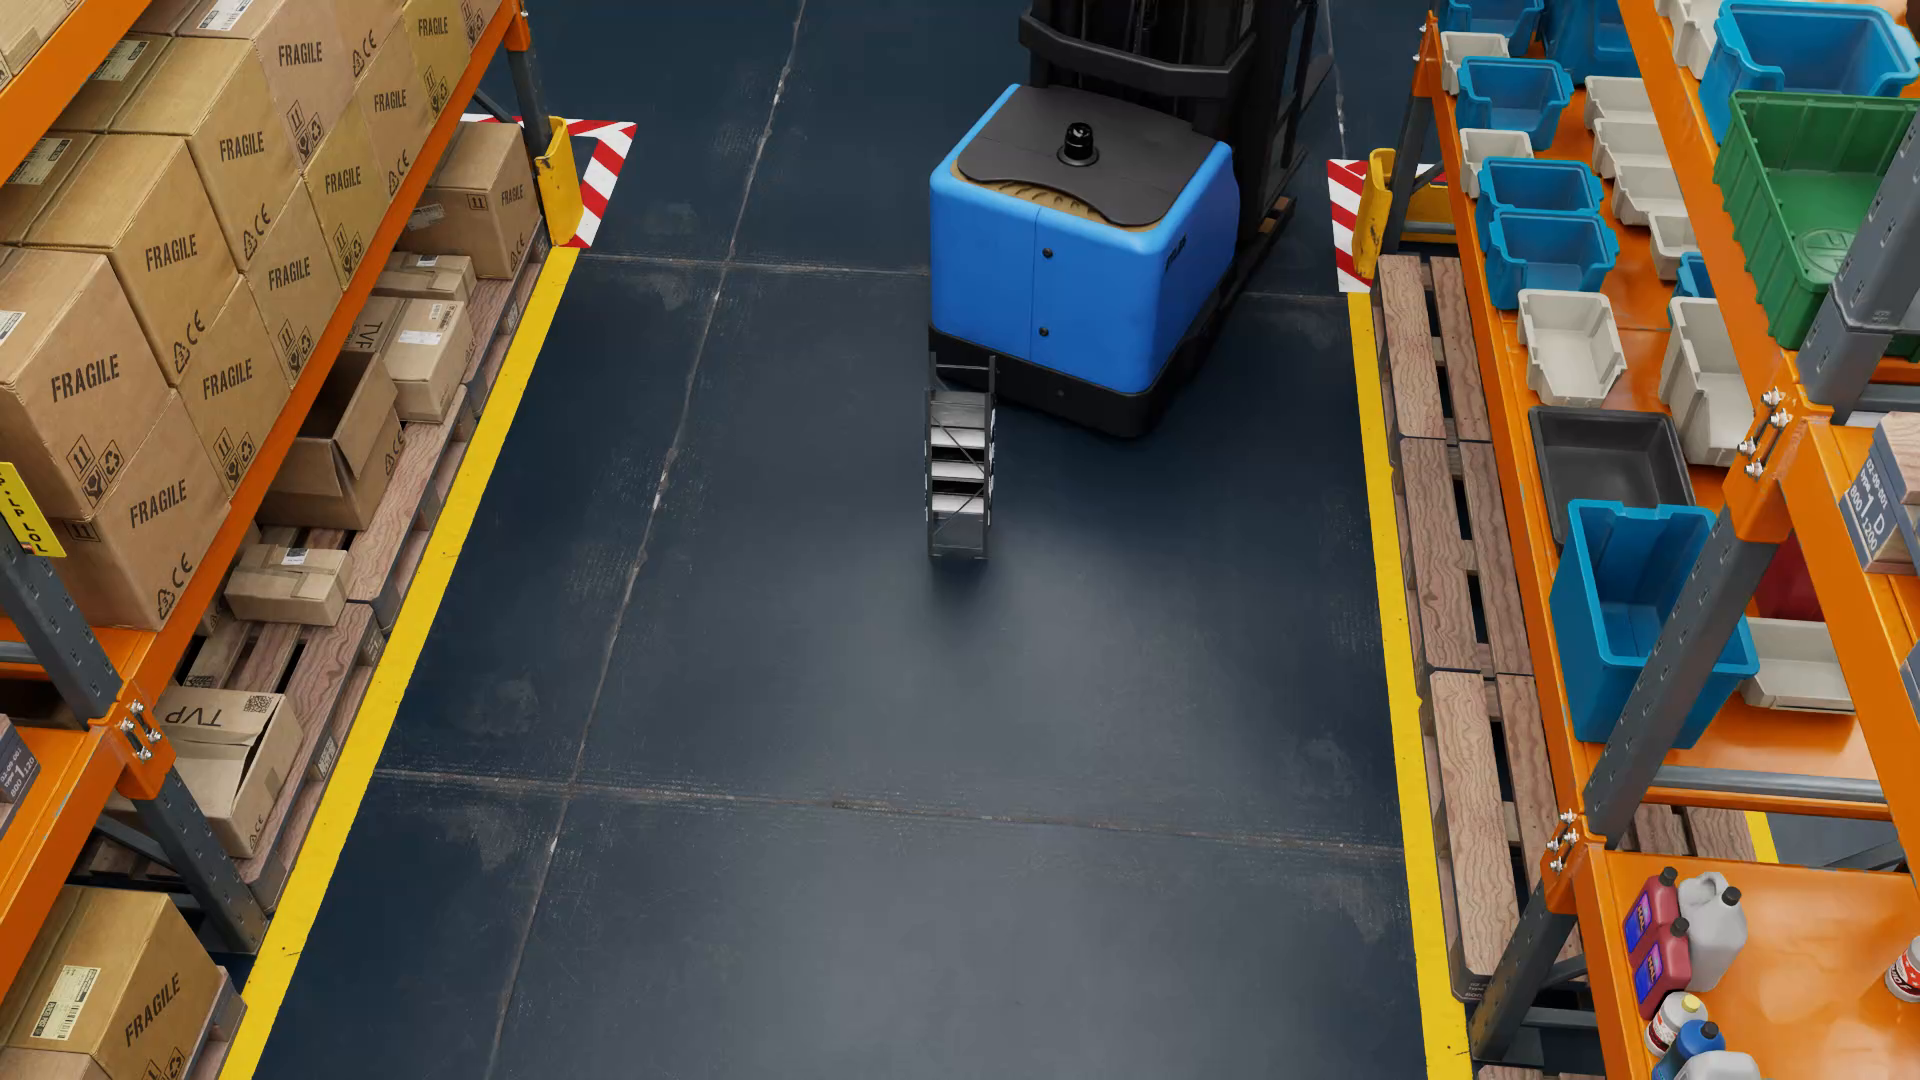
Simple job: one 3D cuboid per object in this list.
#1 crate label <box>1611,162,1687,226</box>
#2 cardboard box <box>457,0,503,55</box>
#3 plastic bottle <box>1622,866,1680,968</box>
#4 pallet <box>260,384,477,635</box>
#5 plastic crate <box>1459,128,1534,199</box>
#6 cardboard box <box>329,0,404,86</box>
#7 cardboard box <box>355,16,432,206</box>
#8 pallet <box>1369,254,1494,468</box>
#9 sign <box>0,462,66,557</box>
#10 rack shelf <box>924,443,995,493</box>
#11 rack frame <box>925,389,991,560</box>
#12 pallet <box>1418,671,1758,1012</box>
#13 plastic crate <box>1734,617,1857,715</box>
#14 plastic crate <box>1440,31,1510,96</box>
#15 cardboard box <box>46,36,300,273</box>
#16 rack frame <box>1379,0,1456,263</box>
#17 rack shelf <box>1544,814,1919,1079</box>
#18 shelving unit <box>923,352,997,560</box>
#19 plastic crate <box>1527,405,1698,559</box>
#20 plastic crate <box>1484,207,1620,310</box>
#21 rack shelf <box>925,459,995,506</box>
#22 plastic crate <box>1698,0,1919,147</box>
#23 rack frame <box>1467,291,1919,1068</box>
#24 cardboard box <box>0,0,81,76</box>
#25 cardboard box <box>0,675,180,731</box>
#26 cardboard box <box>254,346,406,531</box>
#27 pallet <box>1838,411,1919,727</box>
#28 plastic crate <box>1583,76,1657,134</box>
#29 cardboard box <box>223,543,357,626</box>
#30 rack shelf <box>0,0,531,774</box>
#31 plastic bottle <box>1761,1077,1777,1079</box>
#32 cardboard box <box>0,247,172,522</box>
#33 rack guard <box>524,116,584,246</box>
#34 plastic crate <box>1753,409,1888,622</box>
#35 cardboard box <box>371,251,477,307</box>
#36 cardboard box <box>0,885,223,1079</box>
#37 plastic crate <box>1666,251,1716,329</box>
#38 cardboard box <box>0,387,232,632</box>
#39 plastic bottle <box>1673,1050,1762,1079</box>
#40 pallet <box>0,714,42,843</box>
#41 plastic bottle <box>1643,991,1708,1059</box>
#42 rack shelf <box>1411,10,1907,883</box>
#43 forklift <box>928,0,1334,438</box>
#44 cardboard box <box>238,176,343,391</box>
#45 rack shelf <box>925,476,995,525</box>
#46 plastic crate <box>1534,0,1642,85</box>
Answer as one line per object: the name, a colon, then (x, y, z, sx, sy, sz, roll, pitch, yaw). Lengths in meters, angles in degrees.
crate label: (2.547, -1.221, 5.972, 0.396, 0.136, 0.243, 4, 48, 4)
cardboard box: (-2.219, -2.341, 6.791, 0.500, 0.500, 0.500, 5, 48, 5)
plastic bottle: (1.660, 0.900, 3.973, 0.061, 0.283, 0.133, 4, 48, 4)
pallet: (-2.642, -0.178, 6.770, 1.003, 0.211, 1.213, 4, 48, 4)
plastic crate: (1.959, -1.362, 6.101, 0.250, 0.136, 0.298, 4, 48, 4)
cardboard box: (-2.304, -1.928, 5.735, 0.500, 0.500, 0.500, 5, 48, 5)
cardboard box: (-2.314, -1.594, 6.107, 0.500, 0.500, 0.500, 4, 48, 4)
pallet: (2.369, -0.775, 7.315, 1.003, 0.211, 1.213, 4, 48, 4)
sign: (-2.261, -0.072, 3.998, 0.100, 0.325, 0.005, 4, 48, 4)
rack shelf: (0.001, -0.287, 6.448, 0.258, 0.077, 0.200, 4, 48, 4)
rack frame: (-0.009, -0.235, 6.355, 0.240, 0.900, 0.006, 4, 48, 4)
pallet: (2.147, 1.018, 5.676, 1.003, 0.211, 1.213, 4, 48, 4)
plastic crate: (2.303, 0.357, 4.529, 0.396, 0.136, 0.243, 4, 48, 4)
plastic crate: (2.021, -1.861, 6.557, 0.250, 0.136, 0.298, 4, 48, 4)
cardboard box: (-2.397, -1.171, 5.043, 0.500, 0.500, 0.500, 3, 48, 2)
rack frame: (2.483, -2.319, 6.838, 1.000, 3.000, 0.127, 4, 48, 4)
rack shelf: (1.936, 2.333, 3.071, 1.077, 0.370, 4.000, 4, 48, 4)
shelving unit: (0.001, -0.310, 6.423, 0.258, 0.900, 0.210, 4, 48, 4)
plastic crate: (1.953, -0.148, 4.998, 0.437, 0.125, 0.590, 4, 48, 4)
plastic crate: (1.986, -0.936, 5.646, 0.416, 0.233, 0.300, 4, 48, 4)
rack shelf: (0.001, -0.226, 6.514, 0.258, 0.077, 0.200, 4, 48, 4)
plastic crate: (1.884, -1.026, 3.736, 0.416, 0.233, 0.300, 4, 48, 4)
rack frame: (2.119, 0.620, 4.150, 1.000, 3.000, 0.127, 4, 48, 4)
cardboard box: (-2.473, -1.385, 4.053, 0.500, 0.250, 0.500, 4, 48, 4)
cardboard box: (-3.044, 0.542, 5.618, 0.500, 0.500, 0.500, 4, 48, 4)
cardboard box: (-2.648, -0.403, 6.479, 0.797, 0.503, 0.637, 4, 48, 4)
pallet: (2.145, 0.254, 2.580, 1.213, 0.211, 1.003, 4, 48, 4)
plastic crate: (2.589, -1.639, 6.354, 0.396, 0.136, 0.243, 4, 48, 4)
cardboard box: (-2.491, 0.162, 6.191, 0.380, 0.166, 0.250, 4, 48, 4)
rack shelf: (-2.631, -0.943, 6.067, 1.077, 0.370, 4.000, 4, 48, 4)
plastic bottle: (1.790, 1.265, 3.695, 0.097, 0.201, 0.097, 0, 48, 0)
cardboard box: (-2.491, -0.414, 4.351, 0.500, 0.500, 0.500, 5, 48, 5)
rack guard: (-2.456, -1.756, 8.017, 1.175, 0.500, 0.348, 4, 48, 4)
plastic crate: (2.450, -0.061, 4.689, 0.402, 0.464, 0.583, 4, 48, 4)
cardboard box: (-2.380, -1.140, 7.381, 0.380, 0.166, 0.250, 4, 48, 4)
cardboard box: (-2.573, 1.361, 4.868, 0.500, 0.500, 0.500, 4, 48, 3)
plastic crate: (2.551, -0.757, 5.482, 0.416, 0.233, 0.300, 4, 48, 4)
cardboard box: (-2.496, -0.106, 4.746, 0.500, 0.500, 0.500, 5, 48, 5)
plastic bottle: (1.664, 1.245, 3.662, 0.152, 0.276, 0.135, 4, 48, 4)
pallet: (-2.995, 0.929, 3.998, 1.003, 0.211, 1.213, 4, 48, 4)
plastic bottle: (1.656, 1.112, 3.835, 0.097, 0.201, 0.097, 0, 48, 0)
rack shelf: (2.301, -0.607, 5.760, 1.077, 0.370, 4.000, 4, 48, 4)
forklift: (0.985, -2.517, 7.066, 1.130, 2.935, 3.031, 21, 51, 18)
cardboard box: (-2.405, -0.850, 5.426, 0.500, 0.500, 0.500, 4, 48, 3)
rack shelf: (0.001, -0.166, 6.581, 0.258, 0.077, 0.200, 4, 48, 4)
plastic crate: (2.639, -2.093, 6.567, 0.616, 0.435, 0.499, 4, 48, 4)
